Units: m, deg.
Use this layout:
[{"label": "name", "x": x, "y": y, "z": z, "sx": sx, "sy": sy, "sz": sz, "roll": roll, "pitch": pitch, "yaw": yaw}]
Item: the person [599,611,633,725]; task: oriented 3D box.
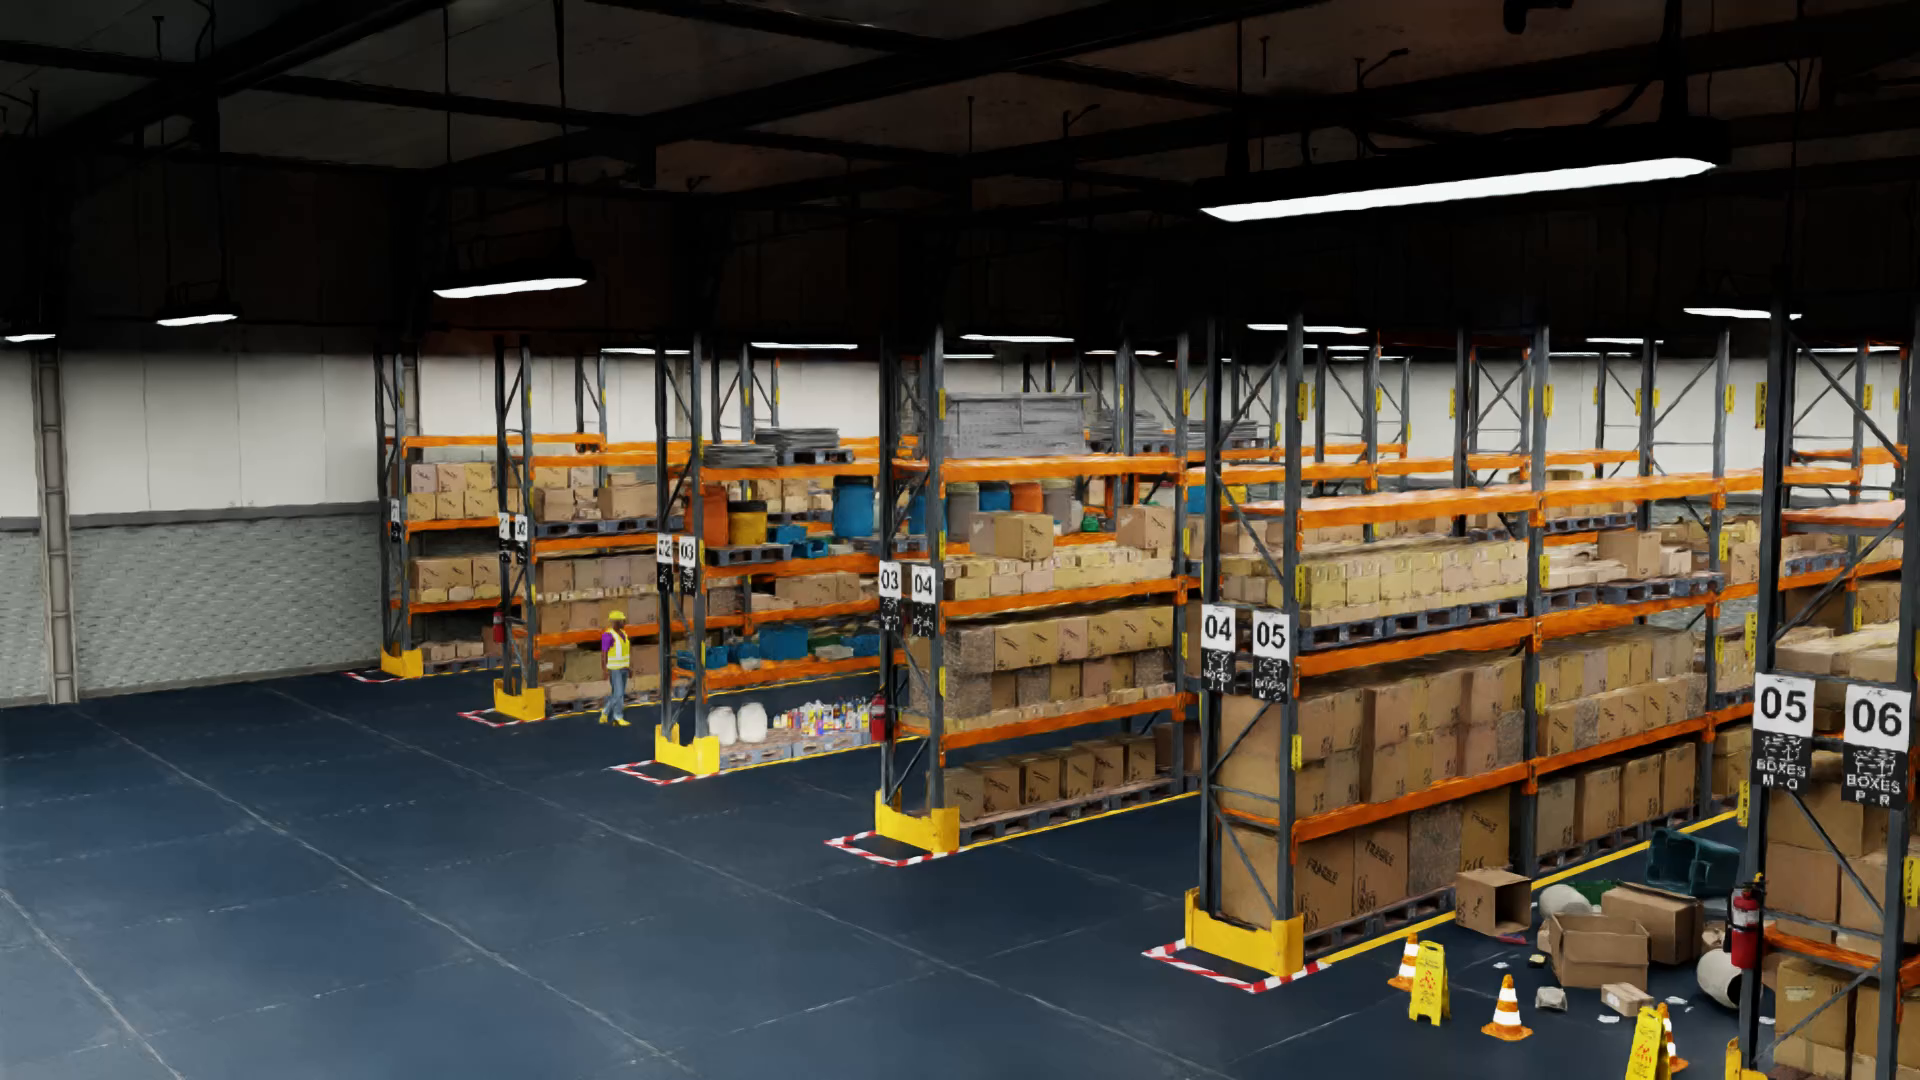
[{"label": "person", "x": -5.280, "y": 1.964, "z": 25.496, "sx": 0.456, "sy": 1.763, "sz": 0.610, "roll": 2, "pitch": 6, "yaw": 21}]
